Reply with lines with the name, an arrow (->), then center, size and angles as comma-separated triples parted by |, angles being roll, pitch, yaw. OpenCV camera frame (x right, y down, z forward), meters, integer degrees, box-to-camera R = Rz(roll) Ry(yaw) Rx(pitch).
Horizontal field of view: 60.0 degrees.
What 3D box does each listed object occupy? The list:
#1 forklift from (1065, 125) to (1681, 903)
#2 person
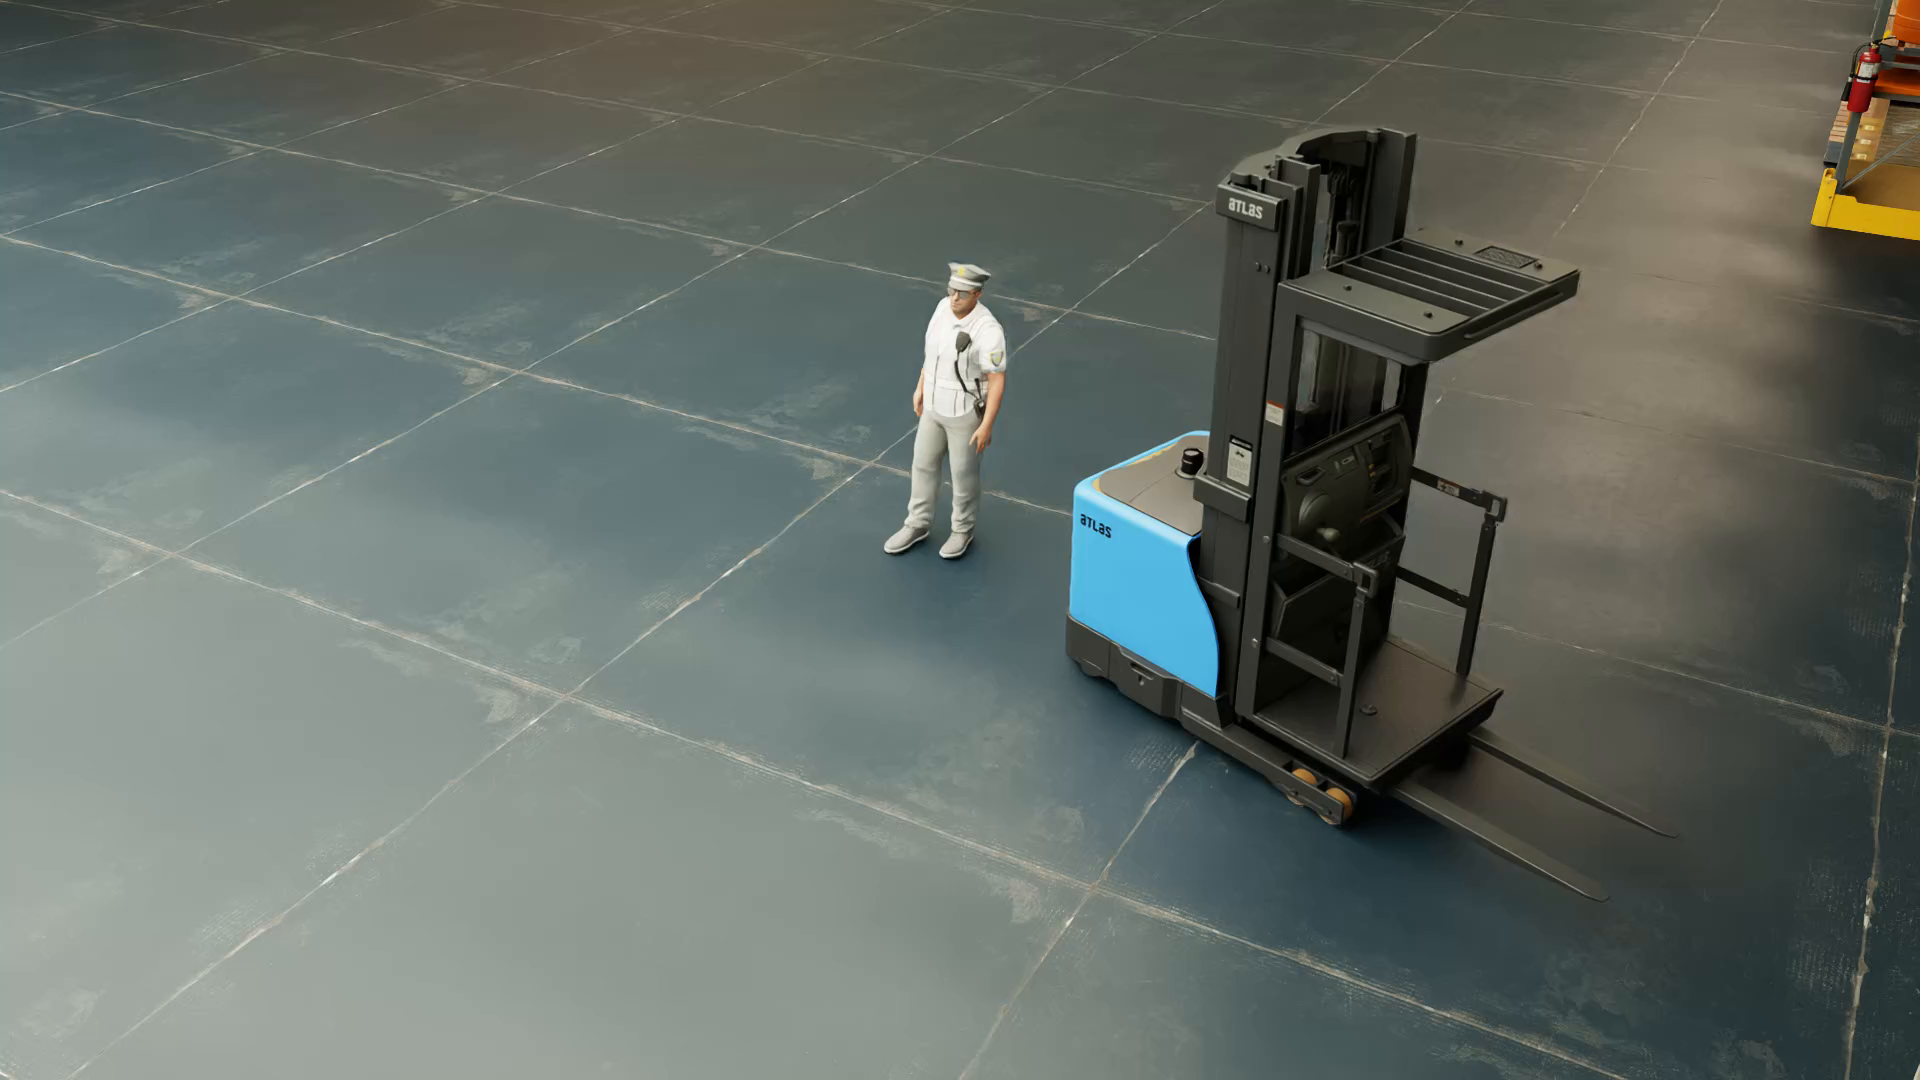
forklift -> 1.918, -0.238, 7.484 | 1.130, 2.935, 3.031 | -24, 38, -36
person -> -0.088, -0.725, 9.478 | 0.607, 1.775, 0.648 | -25, 39, -37
